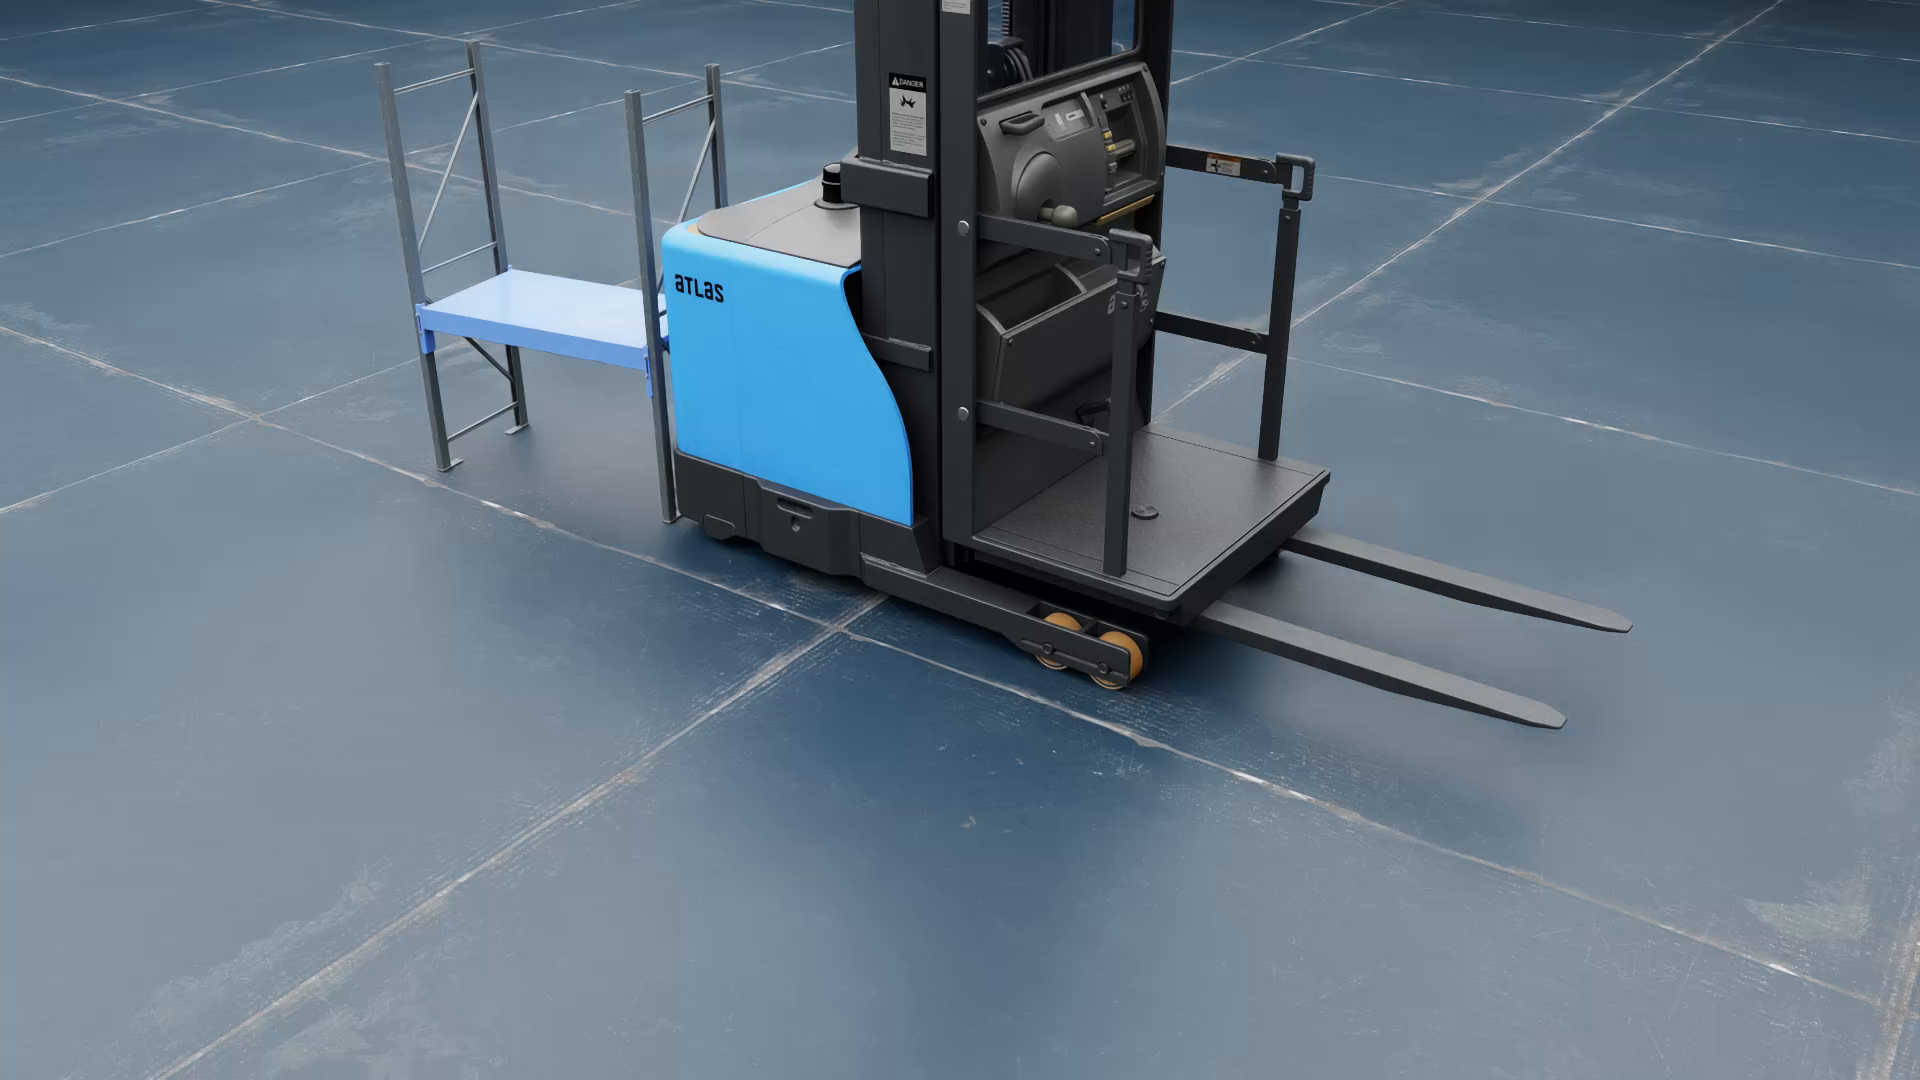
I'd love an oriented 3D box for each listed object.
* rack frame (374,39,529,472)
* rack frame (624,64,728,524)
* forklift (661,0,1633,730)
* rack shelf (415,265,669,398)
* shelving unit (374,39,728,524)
[{"bbox_3d":[-1.846,-1.027,6.115,0.032,1.500,0.500,12,29,23],"label":"rack frame"},{"bbox_3d":[-0.928,-0.829,5.725,0.032,1.500,0.500,12,29,23],"label":"rack frame"},{"bbox_3d":[0.512,-1.141,4.761,3.031,2.935,1.130,18,32,31],"label":"forklift"},{"bbox_3d":[-1.387,-0.768,6.002,1.000,0.185,0.538,12,29,23],"label":"rack shelf"},{"bbox_3d":[-1.387,-0.928,5.920,1.048,1.500,0.538,12,29,23],"label":"shelving unit"}]
